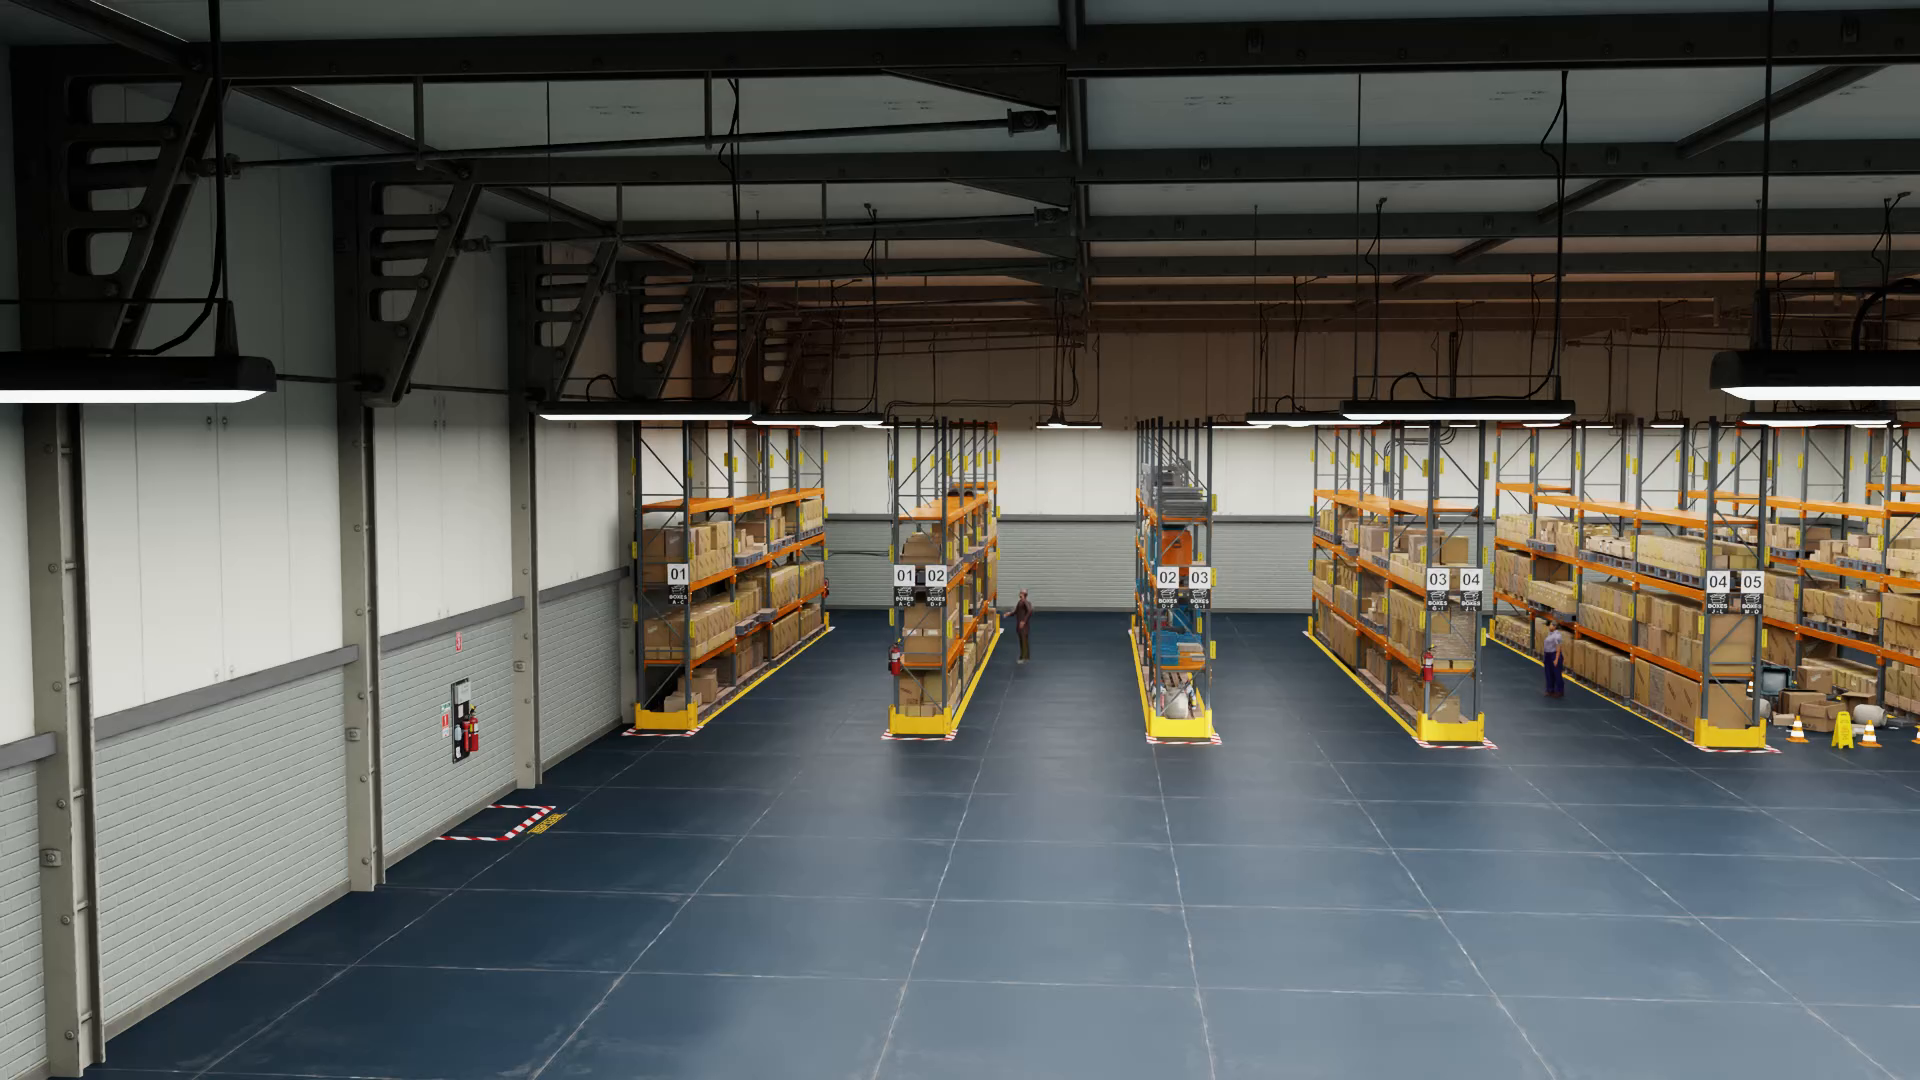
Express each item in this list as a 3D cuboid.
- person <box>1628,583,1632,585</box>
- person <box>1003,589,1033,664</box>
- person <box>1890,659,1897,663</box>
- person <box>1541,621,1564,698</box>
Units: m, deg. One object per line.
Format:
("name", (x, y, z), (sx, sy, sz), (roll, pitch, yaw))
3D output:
("person", (17.380, 2.008, 43.435), (0.690, 1.763, 0.516), (3, 5, 39))
("person", (1.399, 2.091, 40.306), (0.672, 1.824, 0.766), (0, 4, -7))
("person", (21.344, 2.399, 38.297), (0.482, 1.681, 0.619), (-2, 4, -32))
("person", (12.805, 2.565, 35.840), (0.385, 1.659, 0.494), (-1, 4, -19))
